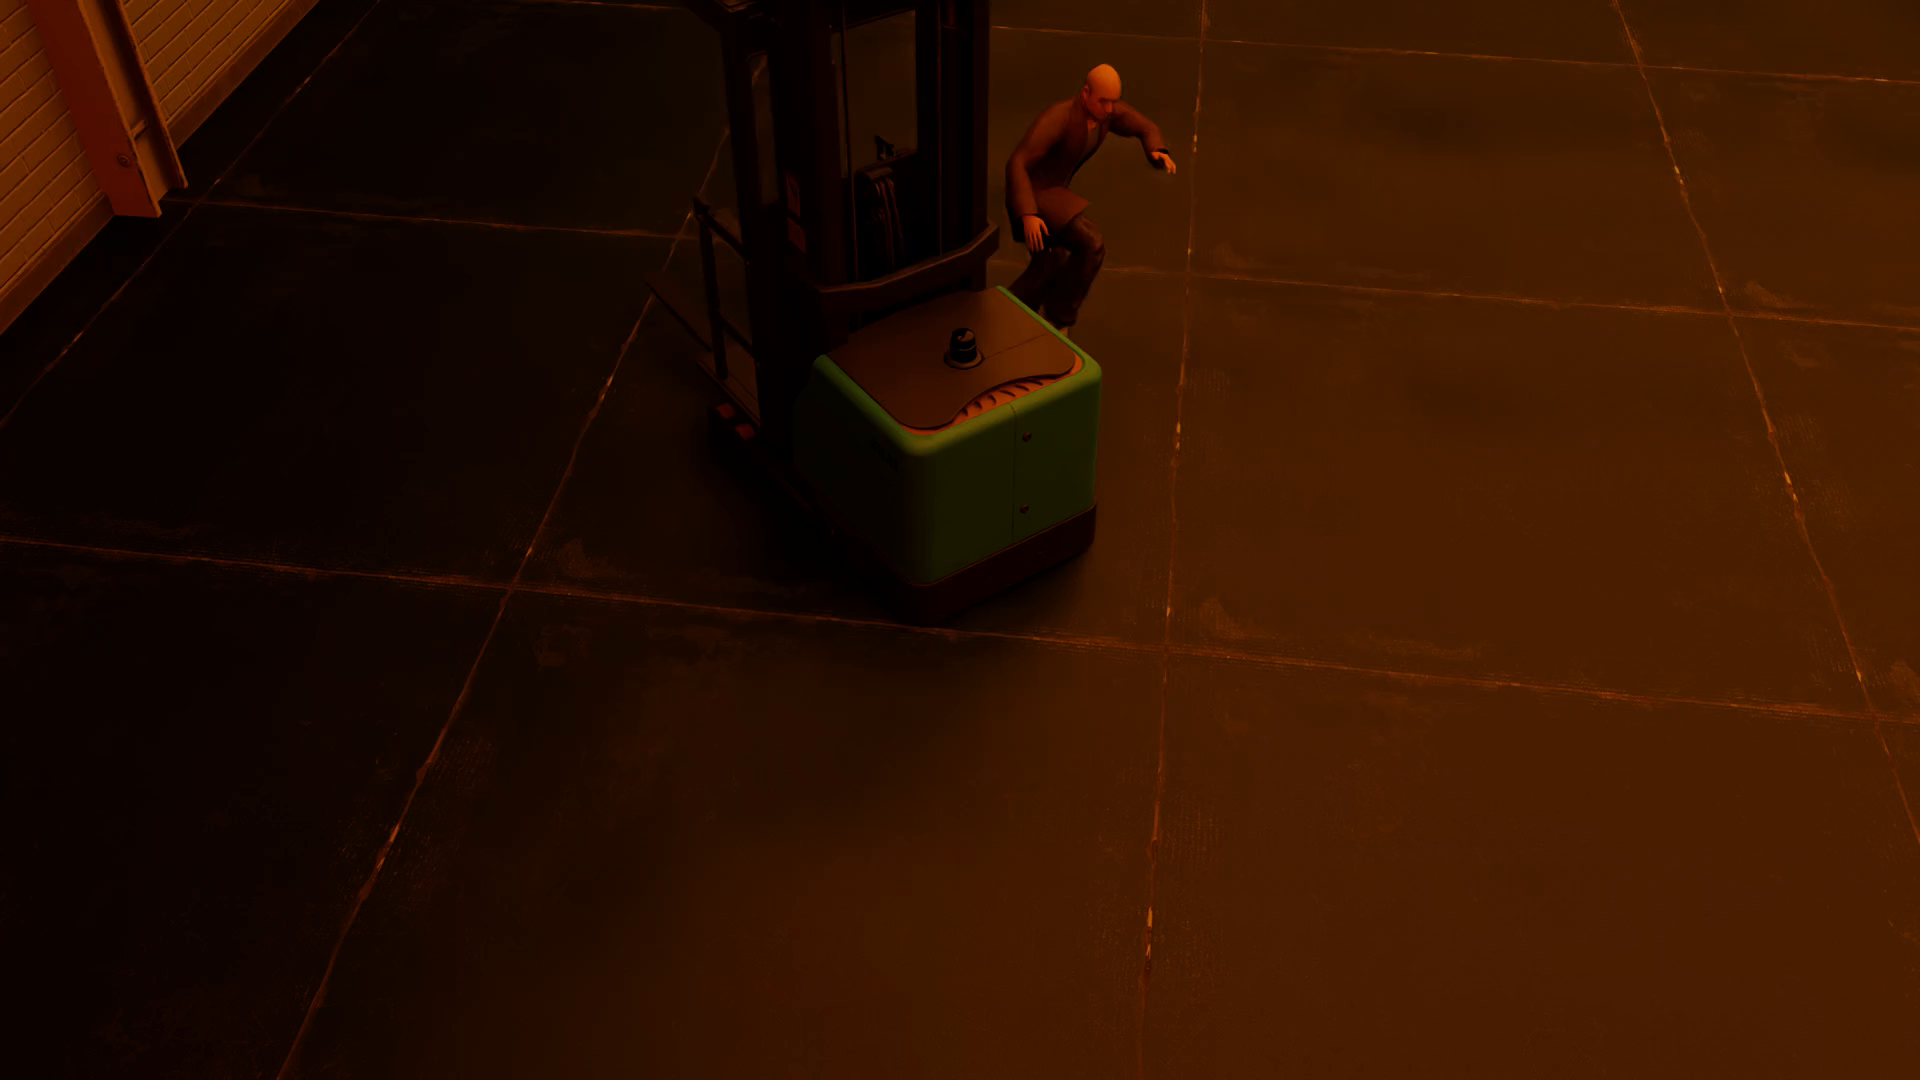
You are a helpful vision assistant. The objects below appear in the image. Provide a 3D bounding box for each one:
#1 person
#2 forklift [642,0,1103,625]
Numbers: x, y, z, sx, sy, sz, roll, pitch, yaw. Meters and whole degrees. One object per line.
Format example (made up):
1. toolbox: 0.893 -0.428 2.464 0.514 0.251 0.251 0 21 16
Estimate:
1. person: 0.609 -1.678 8.599 0.906 1.541 1.033 19 46 20
2. forklift: -0.619 -1.666 7.538 1.130 2.935 3.031 -25 48 -25
